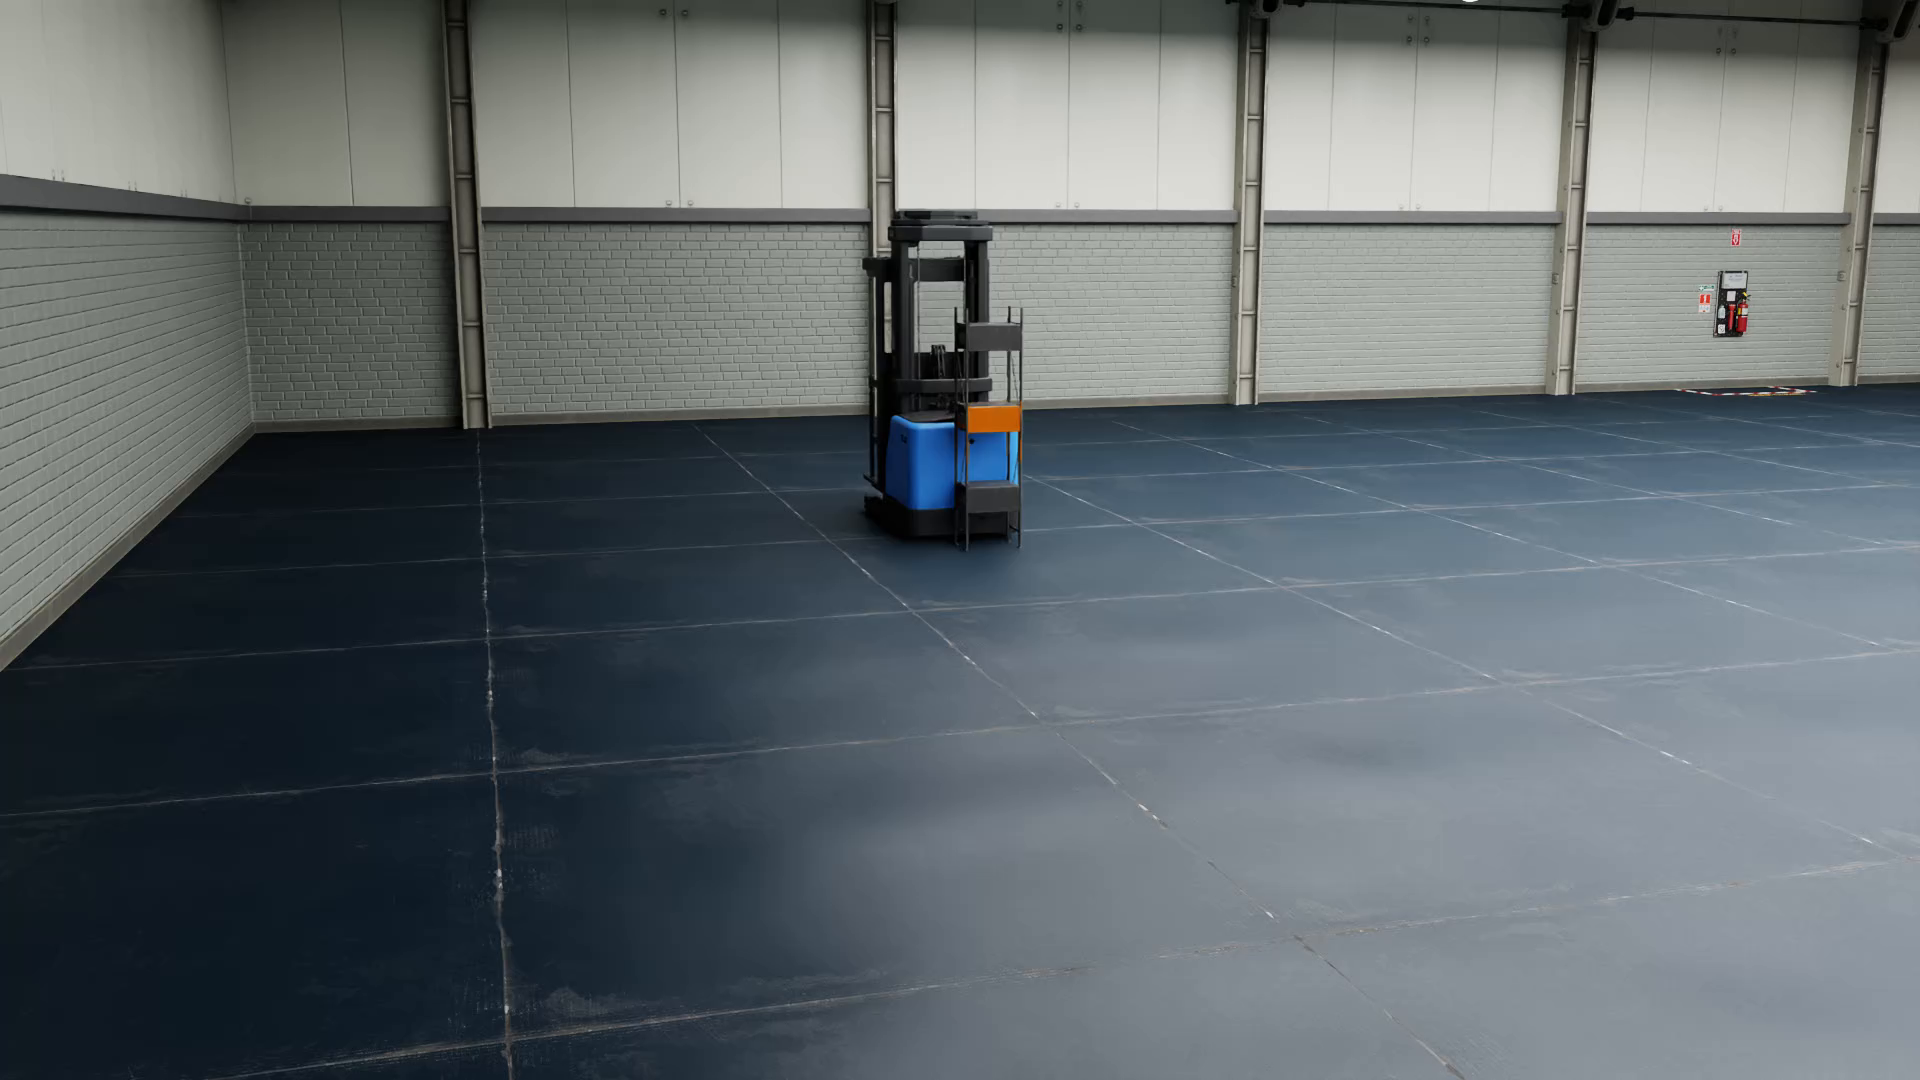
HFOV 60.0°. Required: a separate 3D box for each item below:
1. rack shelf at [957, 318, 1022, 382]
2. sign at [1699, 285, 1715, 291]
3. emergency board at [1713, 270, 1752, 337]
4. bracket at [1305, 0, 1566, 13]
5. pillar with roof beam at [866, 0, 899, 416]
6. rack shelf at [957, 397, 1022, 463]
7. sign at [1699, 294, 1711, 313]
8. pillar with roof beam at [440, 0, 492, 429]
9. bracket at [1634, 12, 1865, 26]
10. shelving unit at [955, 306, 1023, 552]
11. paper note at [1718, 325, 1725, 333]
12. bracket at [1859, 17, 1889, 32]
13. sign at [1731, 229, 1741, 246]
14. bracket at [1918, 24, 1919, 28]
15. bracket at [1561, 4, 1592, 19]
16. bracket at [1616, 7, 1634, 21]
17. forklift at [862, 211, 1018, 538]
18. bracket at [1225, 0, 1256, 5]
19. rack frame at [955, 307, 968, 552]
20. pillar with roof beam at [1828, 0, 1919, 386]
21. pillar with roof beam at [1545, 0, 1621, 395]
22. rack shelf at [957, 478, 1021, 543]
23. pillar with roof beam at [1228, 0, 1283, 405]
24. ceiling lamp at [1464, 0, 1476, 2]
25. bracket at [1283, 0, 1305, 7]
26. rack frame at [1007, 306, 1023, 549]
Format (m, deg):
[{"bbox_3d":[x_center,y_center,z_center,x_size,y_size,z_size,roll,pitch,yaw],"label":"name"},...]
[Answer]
[{"bbox_3d":[0.247,-1.652,14.431,0.480,0.518,0.431,-3,11,-15],"label":"rack shelf"},{"bbox_3d":[13.196,-4.454,29.391,0.331,0.109,0.001,-3,11,-16],"label":"sign"},{"bbox_3d":[13.749,-4.187,29.504,0.643,1.169,0.194,-3,11,-16],"label":"emergency board"},{"bbox_3d":[7.582,-8.508,26.467,4.783,0.066,0.076,-3,11,-16],"label":"bracket"},{"bbox_3d":[0.053,-5.596,20.591,0.548,9.000,9.100,-3,11,-16],"label":"pillar with roof beam"},{"bbox_3d":[0.247,-0.964,14.558,0.480,0.518,0.431,-3,11,-15],"label":"rack shelf"},{"bbox_3d":[13.189,-4.194,29.446,0.234,0.329,0.001,-3,11,-16],"label":"sign"},{"bbox_3d":[-5.708,-5.293,18.942,0.400,9.000,9.100,-3,11,-16],"label":"pillar with roof beam"},{"bbox_3d":[13.343,-8.812,28.116,4.783,0.066,0.076,-3,11,-16],"label":"bracket"},{"bbox_3d":[0.247,-0.977,14.556,0.503,2.100,0.431,-3,11,-15],"label":"shelving unit"},{"bbox_3d":[13.560,-3.757,29.600,0.142,0.148,0.016,-3,11,-16],"label":"paper note"},{"bbox_3d":[15.833,-8.943,28.829,0.430,0.232,0.235,-3,11,-16],"label":"bracket"},{"bbox_3d":[13.714,-5.344,29.386,0.199,0.298,0.001,-3,11,-16],"label":"sign"},{"bbox_3d":[19.104,-9.116,29.766,4.783,0.066,0.076,-3,11,-16],"label":"bracket"},{"bbox_3d":[10.072,-8.640,27.180,0.430,0.232,0.235,-3,11,-16],"label":"bracket"},{"bbox_3d":[10.869,-8.682,27.408,0.430,0.232,0.235,-3,11,-16],"label":"bracket"},{"bbox_3d":[-0.322,-1.688,16.118,1.130,2.935,3.031,-3,11,-14],"label":"forklift"},{"bbox_3d":[4.311,-8.336,25.530,0.430,0.232,0.235,-3,11,-16],"label":"bracket"},{"bbox_3d":[0.011,-0.966,14.493,0.015,2.100,0.400,-3,11,-15],"label":"rack frame"},{"bbox_3d":[17.336,-6.507,25.539,0.548,9.000,9.100,-3,11,-16],"label":"pillar with roof beam"},{"bbox_3d":[11.575,-6.204,23.890,0.548,9.000,9.100,-3,11,-16],"label":"pillar with roof beam"},{"bbox_3d":[0.247,-0.275,14.685,0.480,0.518,0.431,-3,11,-15],"label":"rack shelf"},{"bbox_3d":[5.814,-5.900,22.241,0.548,9.000,9.100,-3,11,-16],"label":"pillar with roof beam"},{"bbox_3d":[7.175,-7.173,21.715,0.237,0.041,1.941,-3,11,-16],"label":"ceiling lamp"},{"bbox_3d":[5.108,-8.378,25.759,0.430,0.232,0.235,-3,11,-16],"label":"bracket"},{"bbox_3d":[0.482,-0.989,14.618,0.015,2.100,0.400,-3,11,-15],"label":"rack frame"}]
